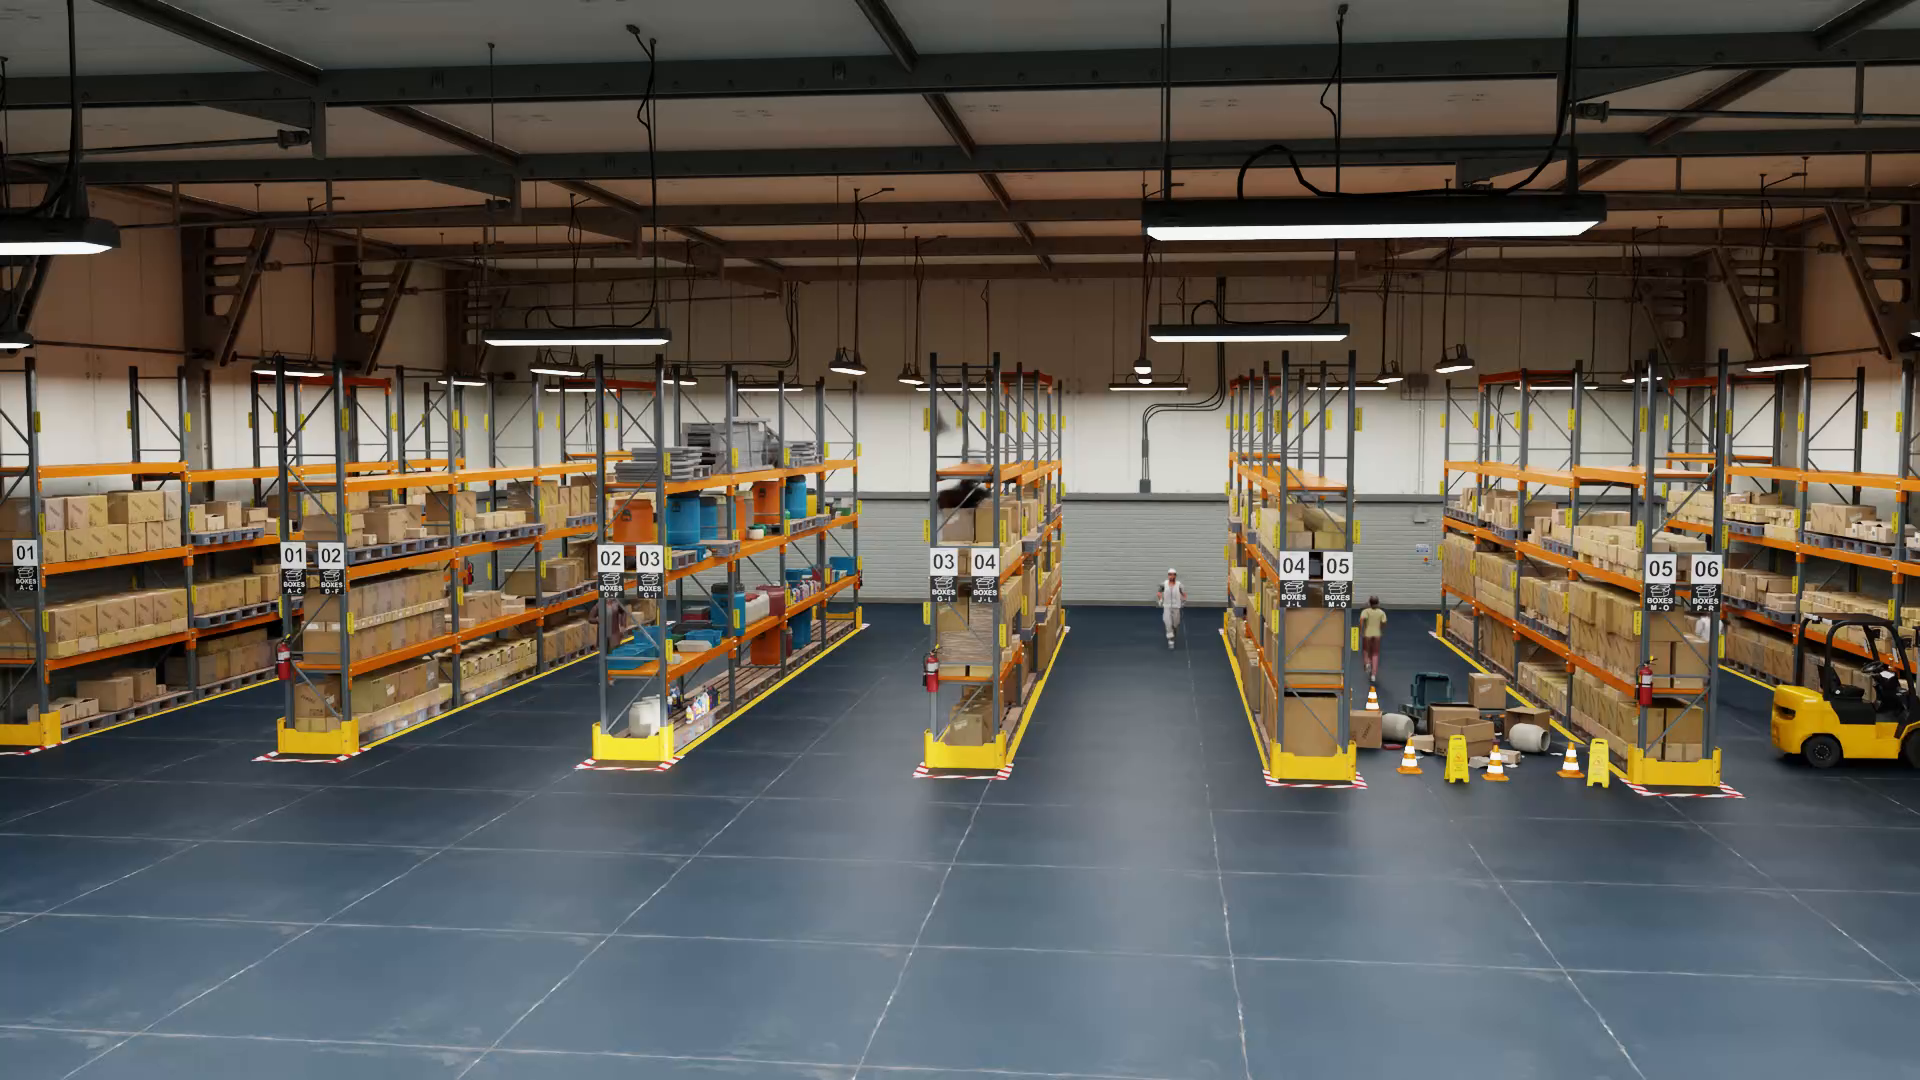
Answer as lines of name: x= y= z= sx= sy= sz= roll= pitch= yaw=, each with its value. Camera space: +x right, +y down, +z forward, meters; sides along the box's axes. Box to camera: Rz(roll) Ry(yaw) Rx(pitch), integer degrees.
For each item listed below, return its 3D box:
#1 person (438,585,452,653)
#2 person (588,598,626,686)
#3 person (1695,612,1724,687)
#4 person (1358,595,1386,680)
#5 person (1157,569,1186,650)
person: x=-10.631 y=1.745 z=34.260 sx=0.542 sy=1.667 sz=0.573 roll=0 pitch=4 yaw=3
person: x=-6.733 y=1.839 z=31.764 sx=0.716 sy=1.779 sz=1.023 roll=-1 pitch=4 yaw=-12
person: x=13.600 y=1.990 z=30.329 sx=0.640 sy=1.726 sz=0.662 roll=0 pitch=4 yaw=-4
person: x=8.016 y=1.887 z=32.383 sx=0.552 sy=1.627 sz=0.679 roll=0 pitch=4 yaw=7
person: x=4.697 y=1.519 z=36.948 sx=0.655 sy=1.774 sz=0.845 roll=1 pitch=4 yaw=8
